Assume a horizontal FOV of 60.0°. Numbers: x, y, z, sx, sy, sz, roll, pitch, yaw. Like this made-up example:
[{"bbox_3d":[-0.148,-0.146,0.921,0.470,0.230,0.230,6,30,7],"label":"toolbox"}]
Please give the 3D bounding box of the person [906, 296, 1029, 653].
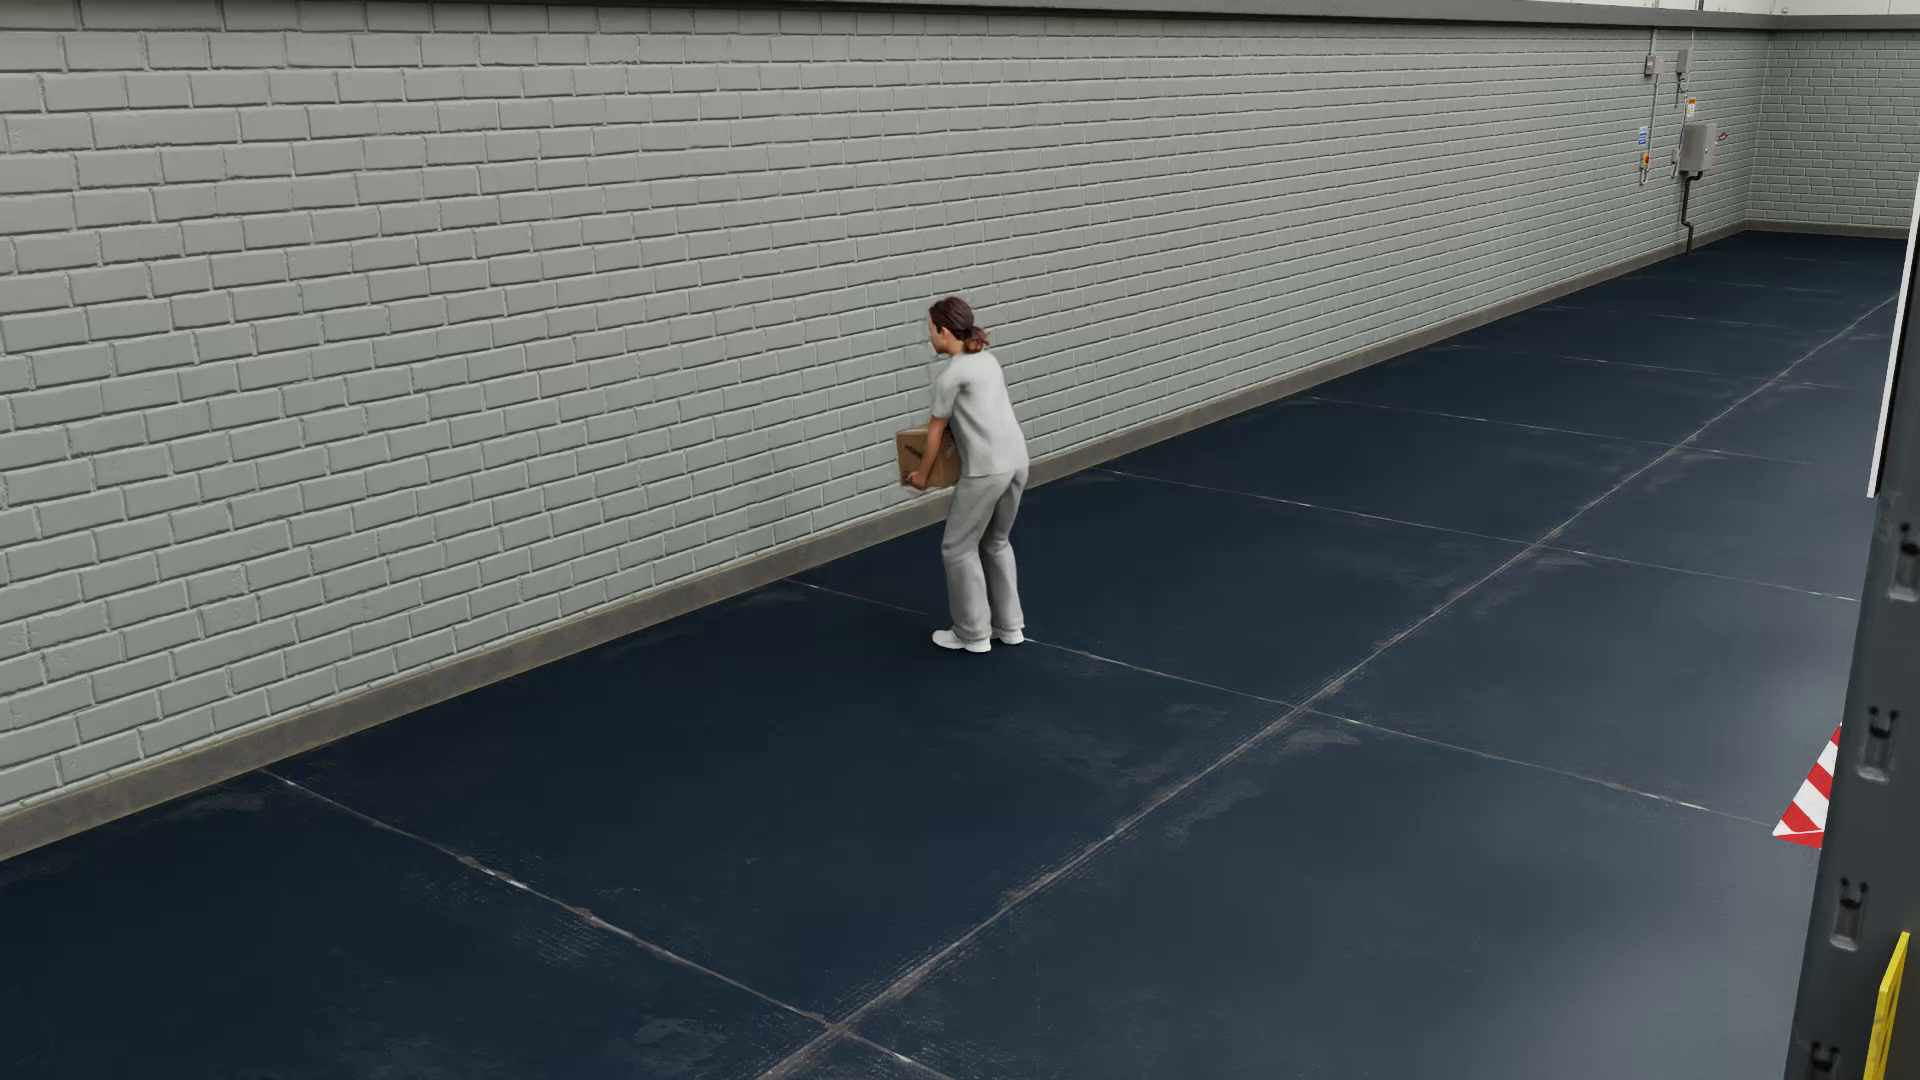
[{"bbox_3d":[0.039,-0.296,7.625,0.539,1.629,0.408,12,20,34],"label":"person"}]
